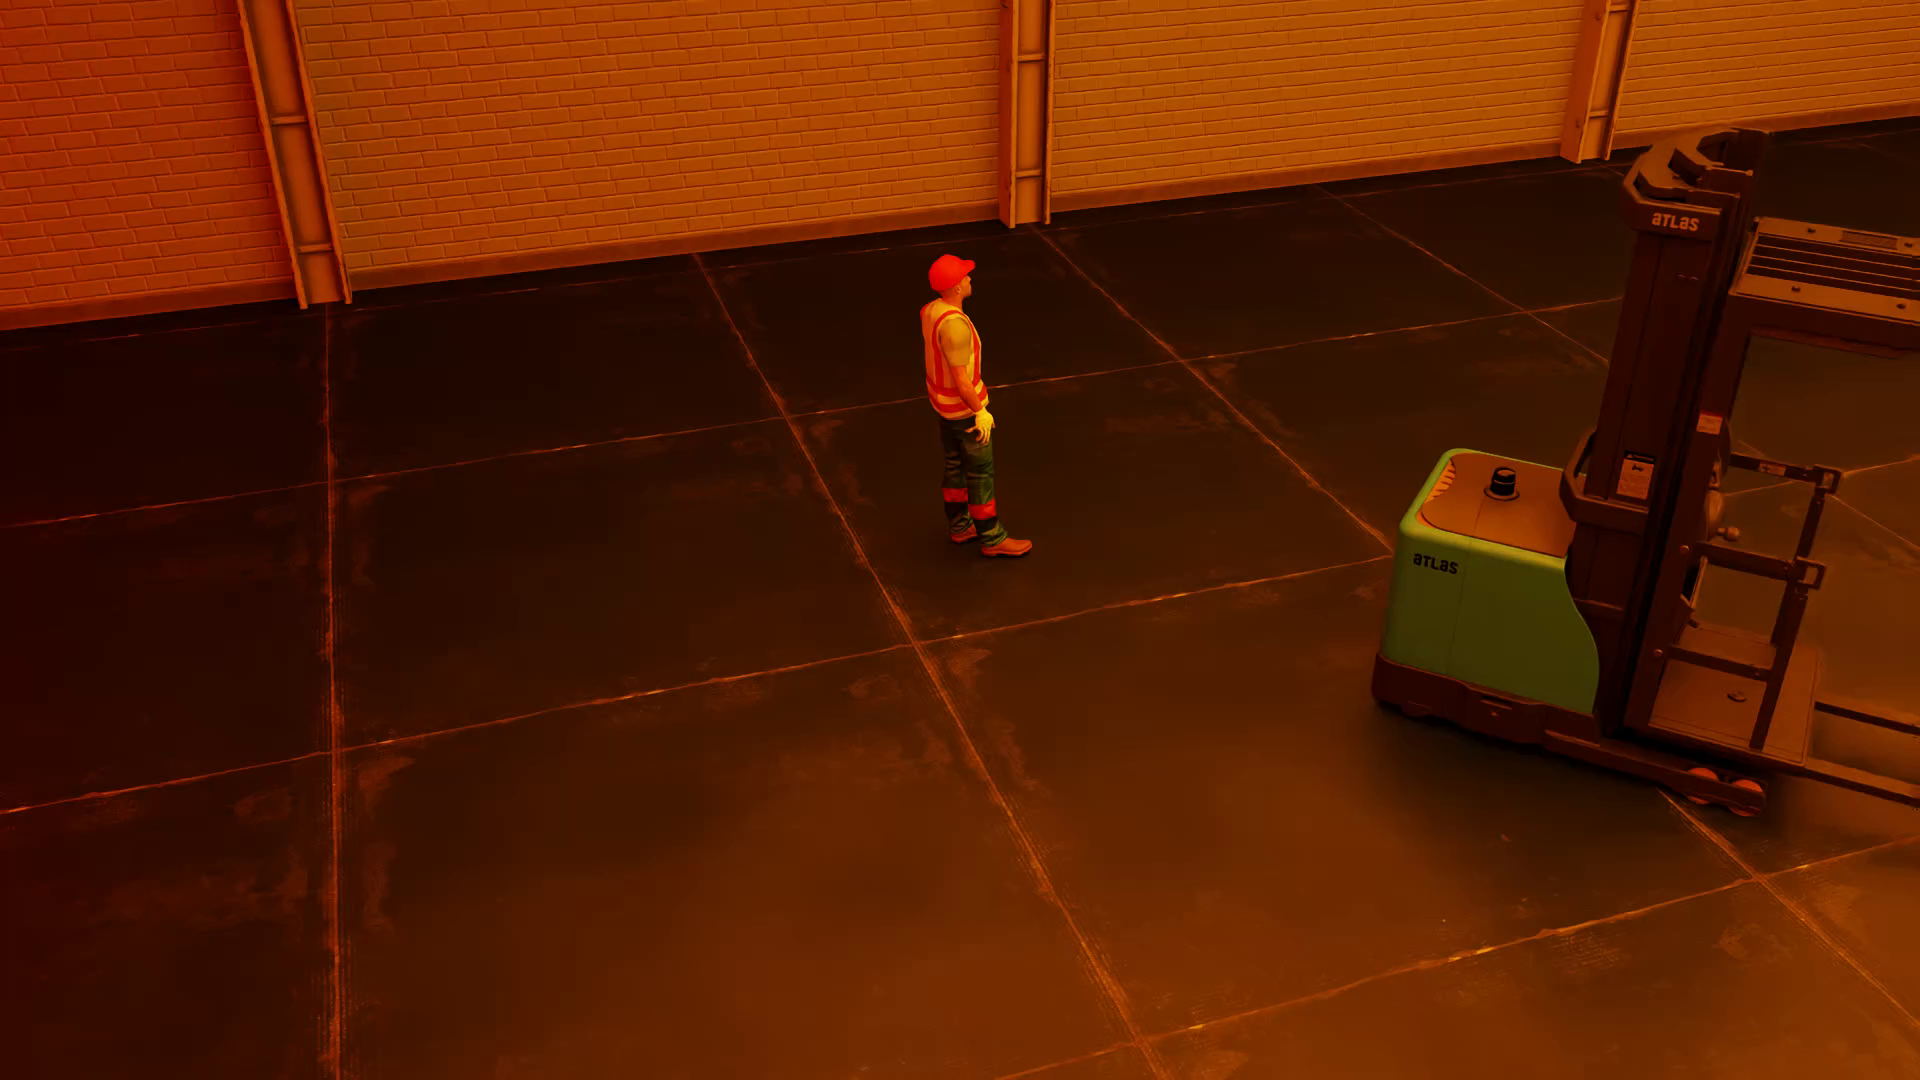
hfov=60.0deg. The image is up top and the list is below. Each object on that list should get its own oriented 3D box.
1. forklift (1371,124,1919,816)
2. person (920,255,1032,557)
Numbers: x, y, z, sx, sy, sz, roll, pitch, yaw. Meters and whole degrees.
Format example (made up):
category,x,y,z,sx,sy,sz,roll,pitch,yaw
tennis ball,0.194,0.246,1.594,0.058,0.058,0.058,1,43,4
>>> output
category,x,y,z,sx,sy,sz,roll,pitch,yaw
forklift,3.658,-0.283,7.579,3.031,2.935,1.130,15,33,24
person,0.080,-0.789,9.590,0.562,1.789,0.638,-10,31,-16
